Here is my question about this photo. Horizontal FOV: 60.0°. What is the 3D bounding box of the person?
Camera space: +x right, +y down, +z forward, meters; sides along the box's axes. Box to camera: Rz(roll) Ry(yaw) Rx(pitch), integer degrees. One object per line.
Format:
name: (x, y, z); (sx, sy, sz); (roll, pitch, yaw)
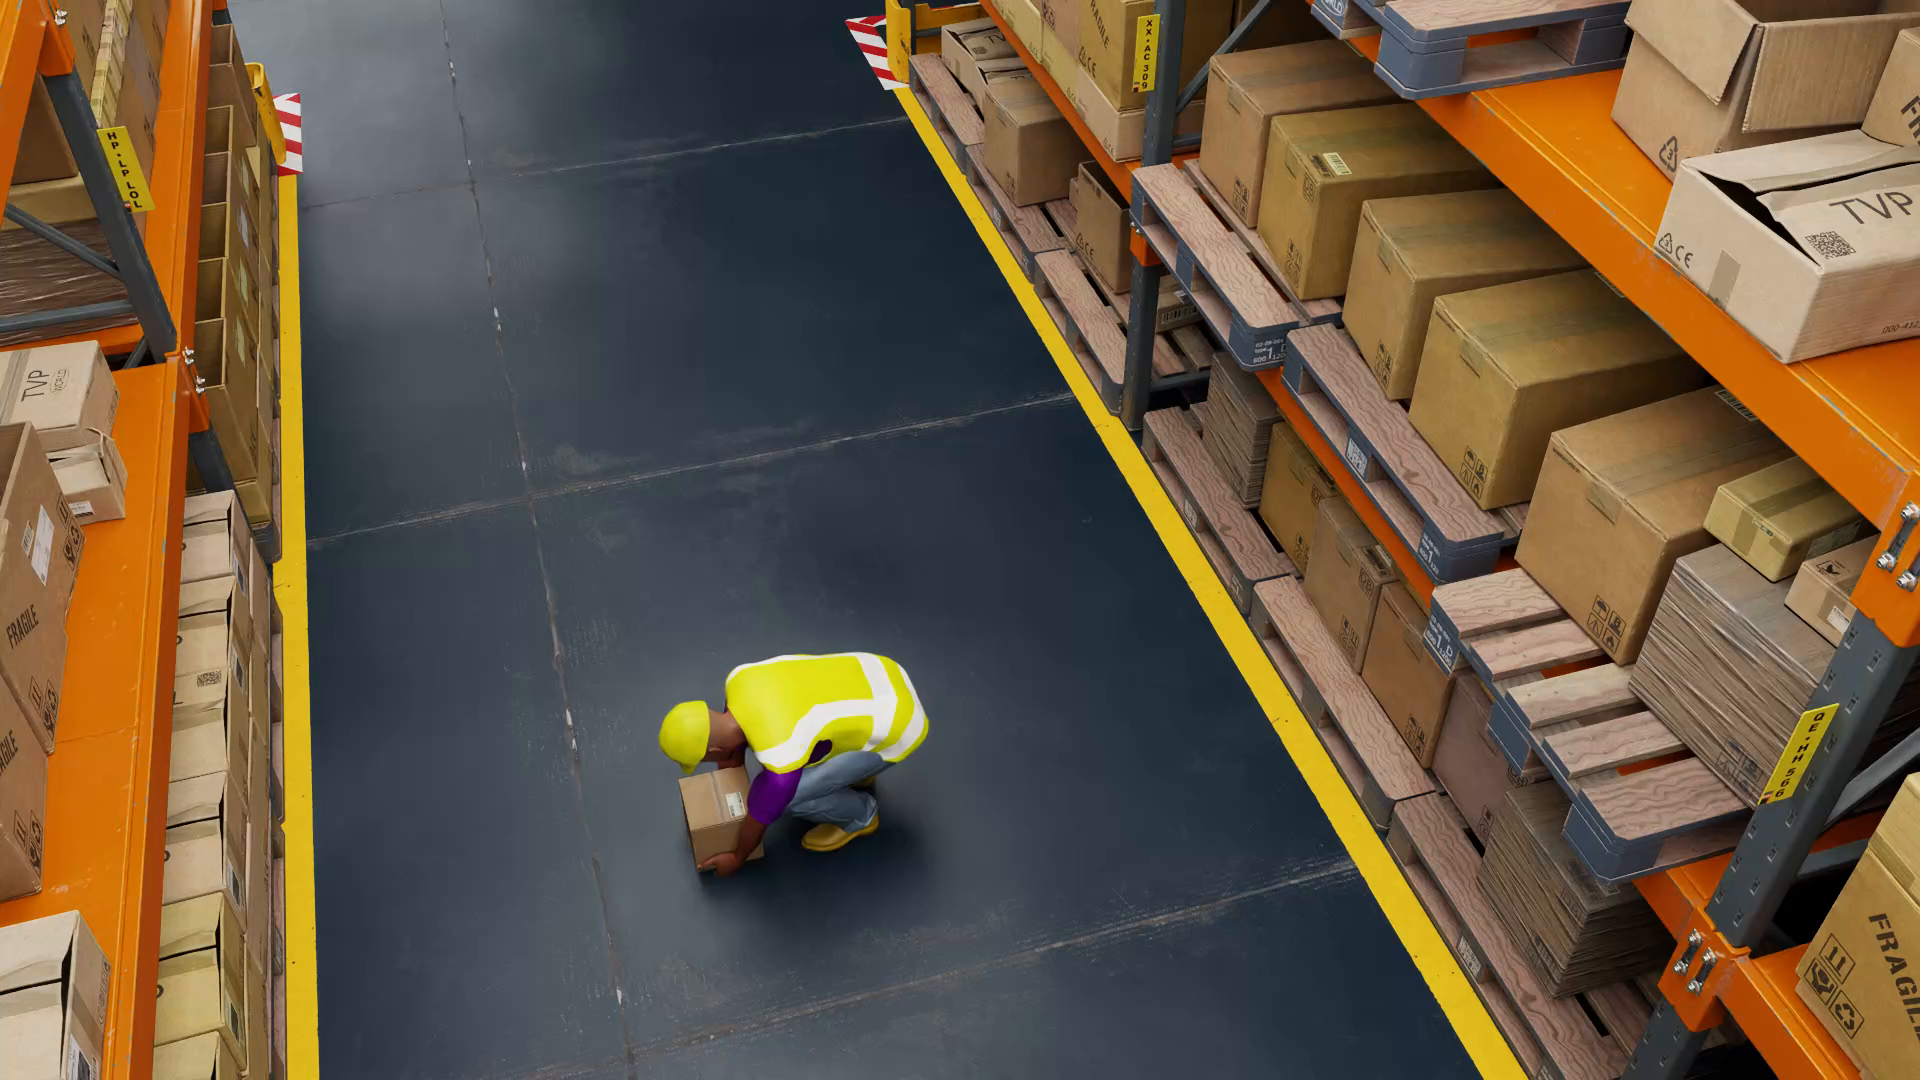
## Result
person: (-0.585, 0.793, 6.016); (0.953, 0.830, 0.531); (-13, 44, -14)
